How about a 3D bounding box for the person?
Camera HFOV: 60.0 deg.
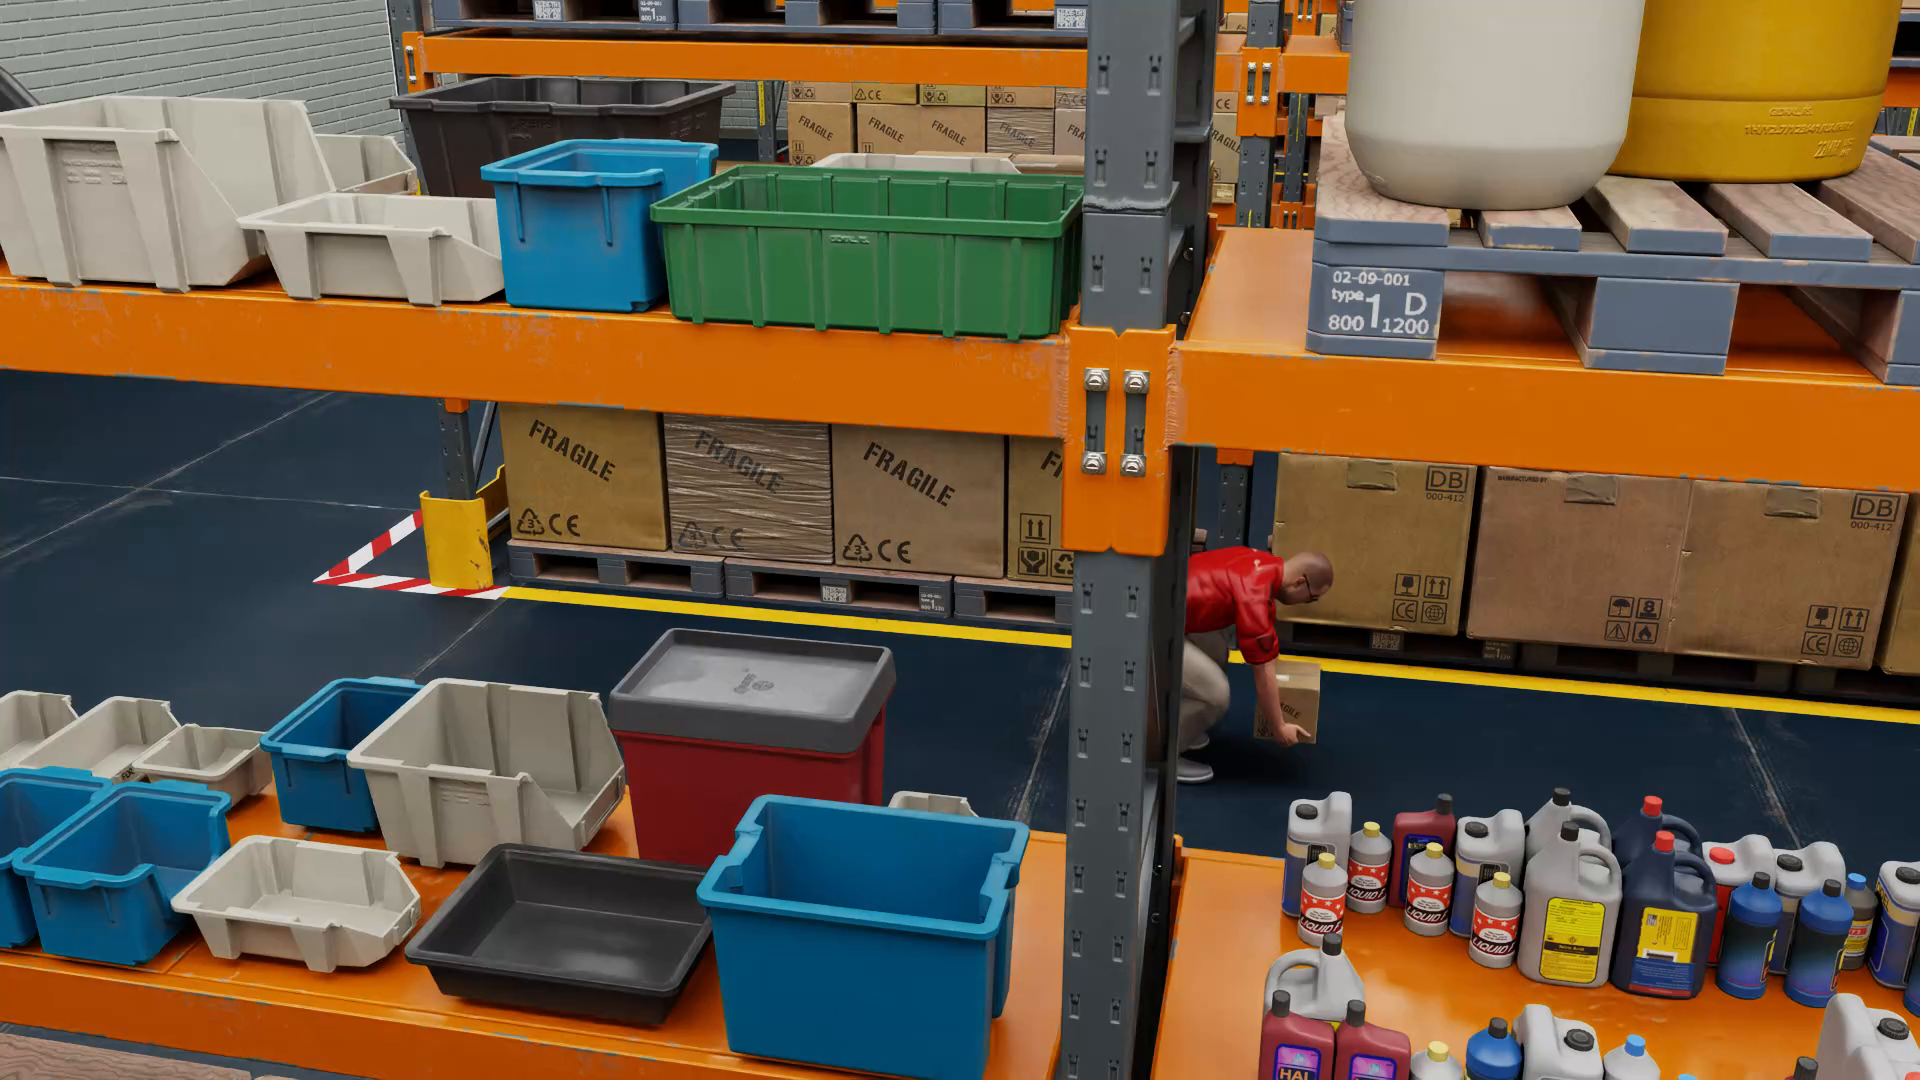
[{"bbox_3d":[1.040,0.489,6.887,0.934,0.983,0.536,3,22,9],"label":"person"}]
